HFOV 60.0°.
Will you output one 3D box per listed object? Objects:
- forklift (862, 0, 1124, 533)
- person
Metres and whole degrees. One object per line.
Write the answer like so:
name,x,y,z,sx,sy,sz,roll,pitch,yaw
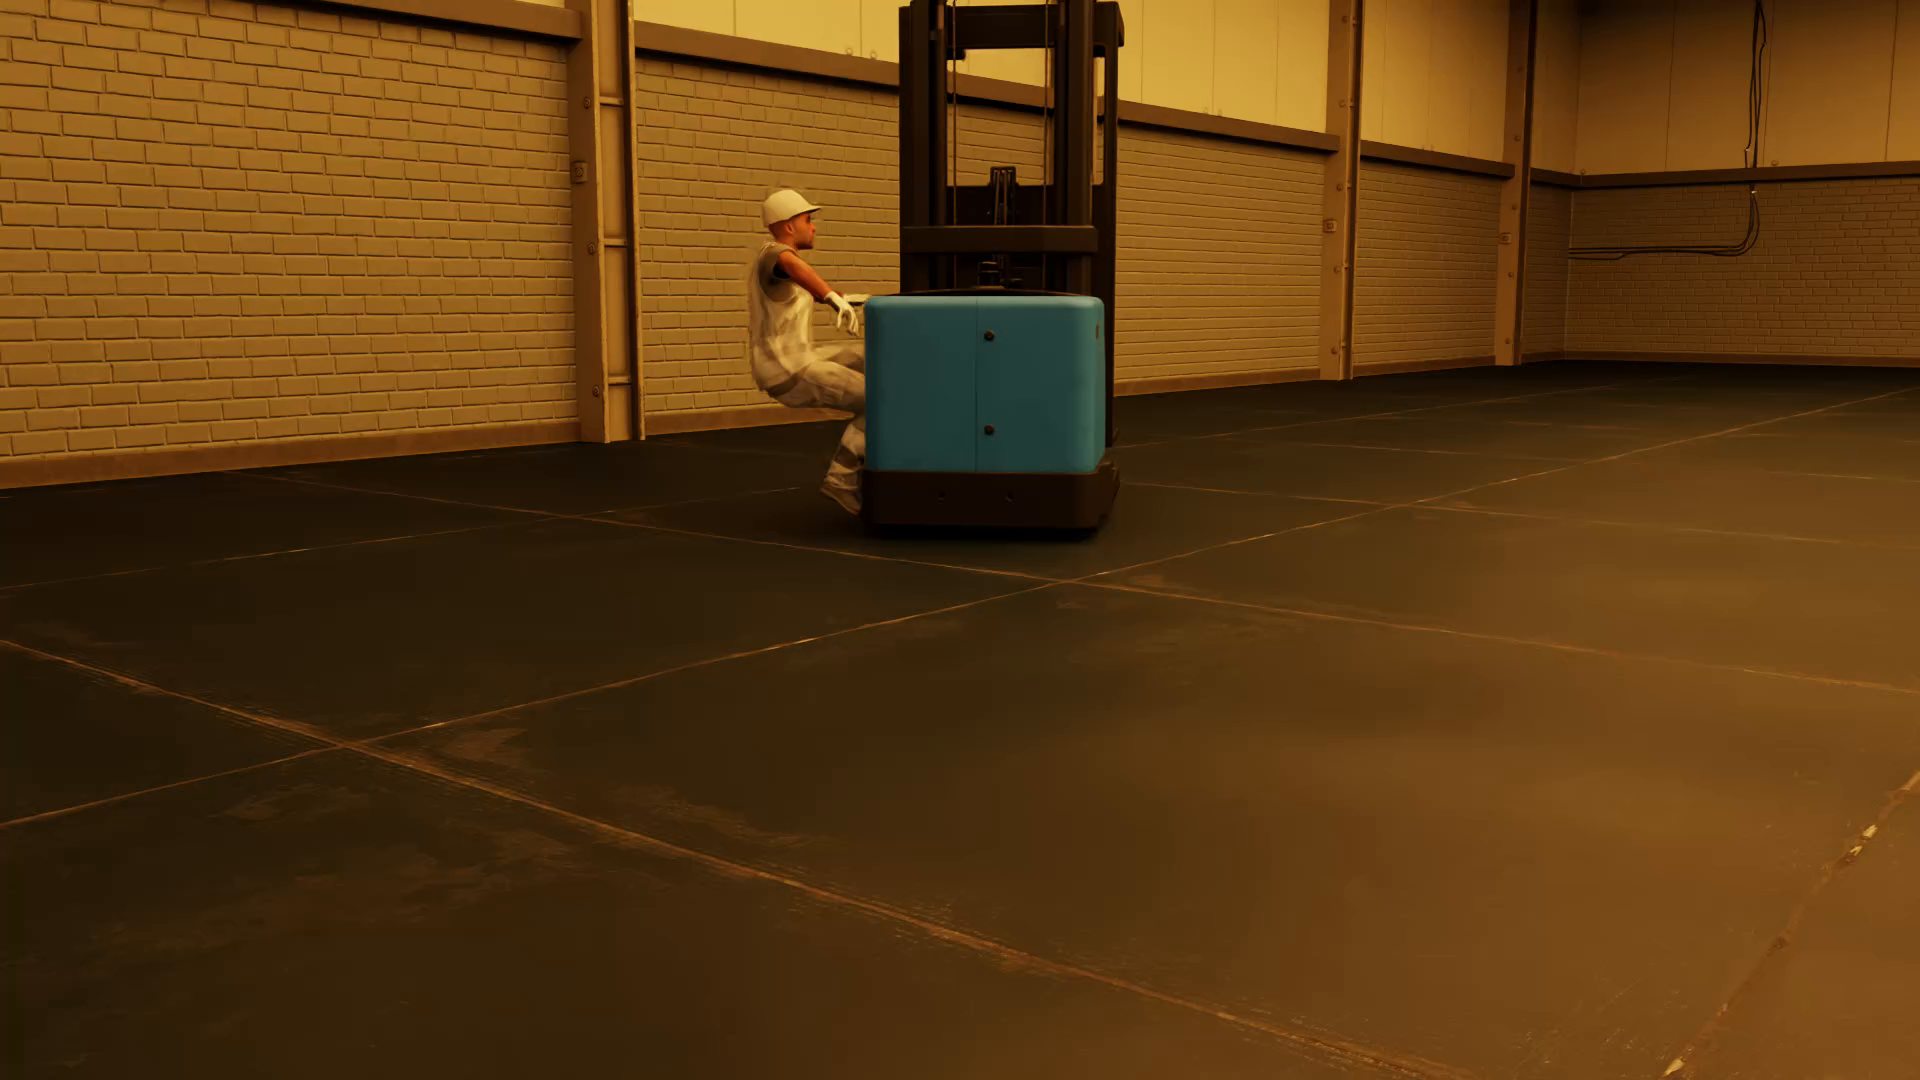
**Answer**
forklift,0.273,-1.656,8.597,1.130,2.935,3.031,1,8,8
person,-0.544,-0.857,7.684,0.860,1.499,1.136,-2,9,-12
